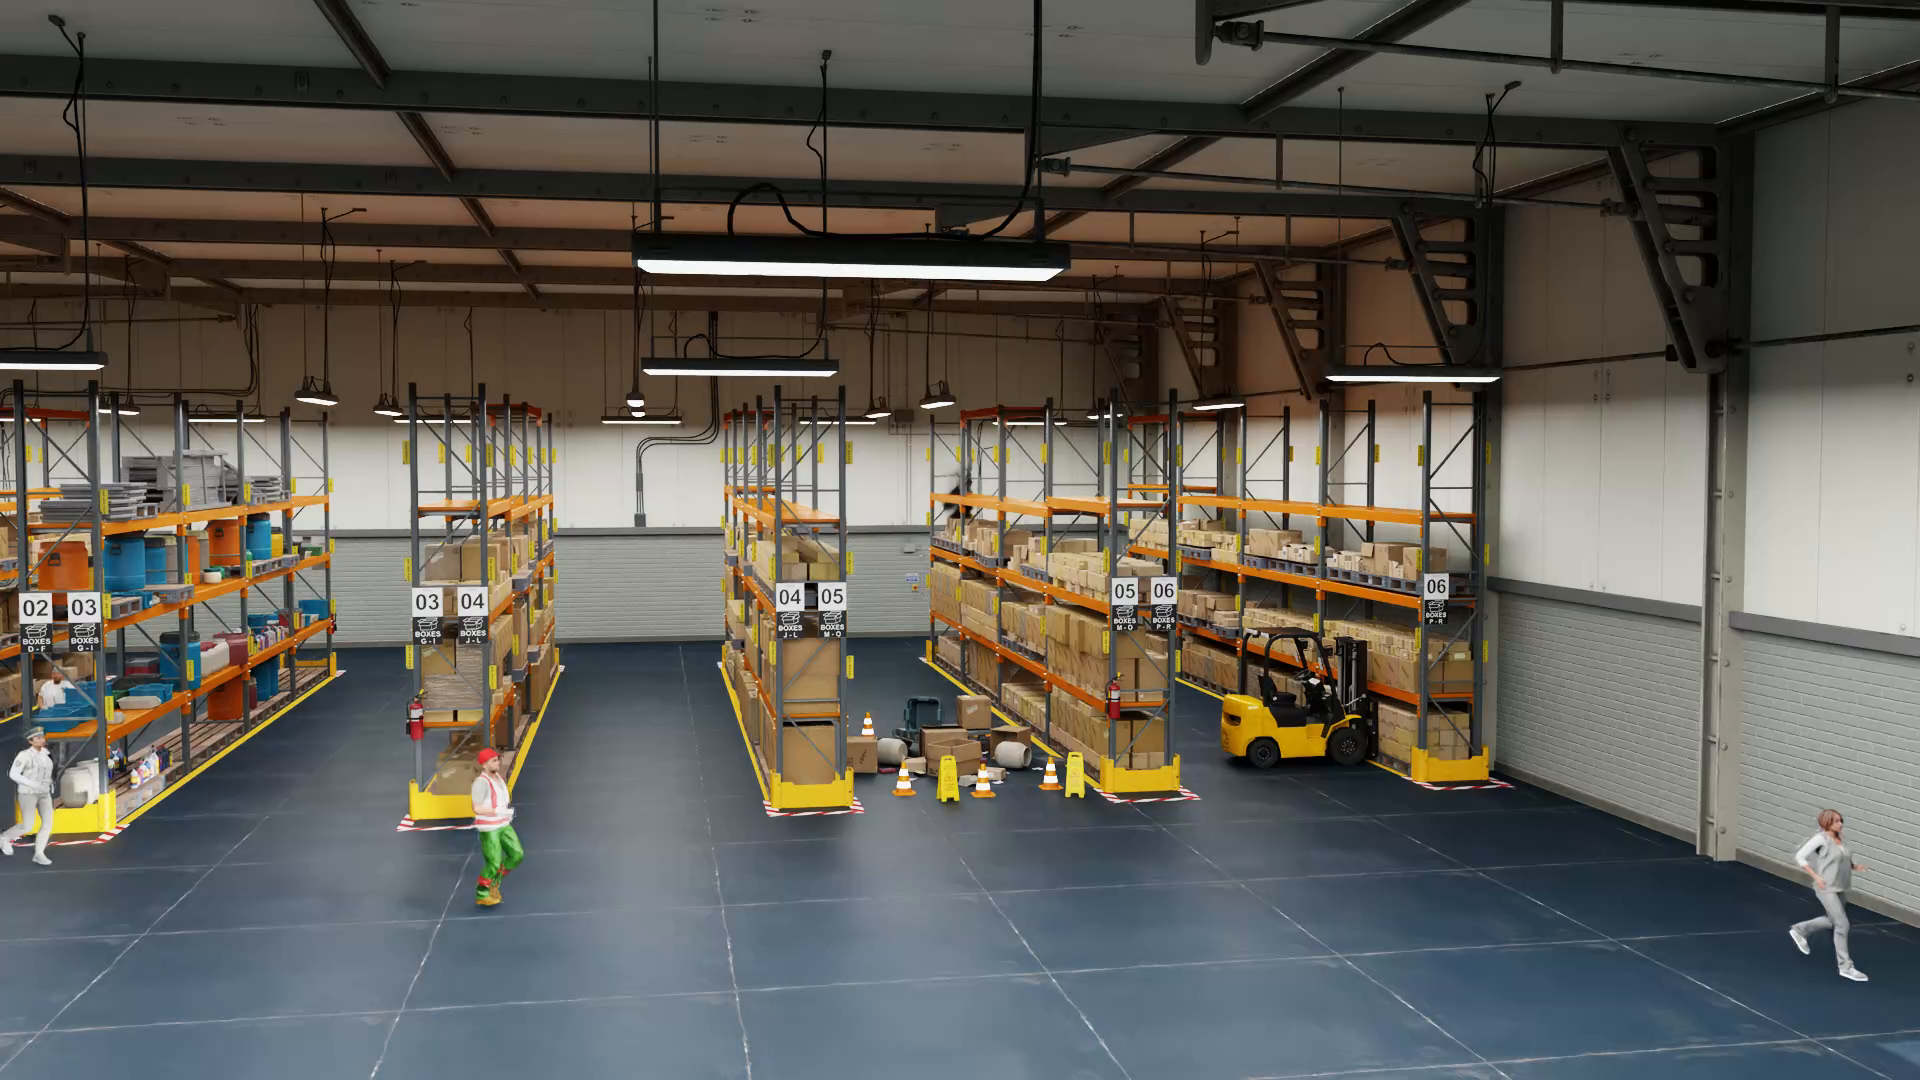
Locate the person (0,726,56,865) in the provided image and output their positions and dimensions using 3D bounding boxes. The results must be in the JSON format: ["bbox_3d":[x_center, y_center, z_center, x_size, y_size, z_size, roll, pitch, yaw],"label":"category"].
[{"bbox_3d":[-11.445,3.131,20.526,0.774,1.678,0.637,1,3,20],"label":"person"}]

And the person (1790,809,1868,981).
[{"bbox_3d":[8.398,3.382,16.081,0.545,1.575,0.864,-2,3,-29],"label":"person"}]

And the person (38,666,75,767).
[{"bbox_3d":[-14.453,2.834,26.600,0.592,1.629,0.583,-1,3,-19],"label":"person"}]

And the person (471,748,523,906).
[{"bbox_3d":[-5.104,3.177,18.407,0.604,1.750,0.640,1,3,18],"label":"person"}]
